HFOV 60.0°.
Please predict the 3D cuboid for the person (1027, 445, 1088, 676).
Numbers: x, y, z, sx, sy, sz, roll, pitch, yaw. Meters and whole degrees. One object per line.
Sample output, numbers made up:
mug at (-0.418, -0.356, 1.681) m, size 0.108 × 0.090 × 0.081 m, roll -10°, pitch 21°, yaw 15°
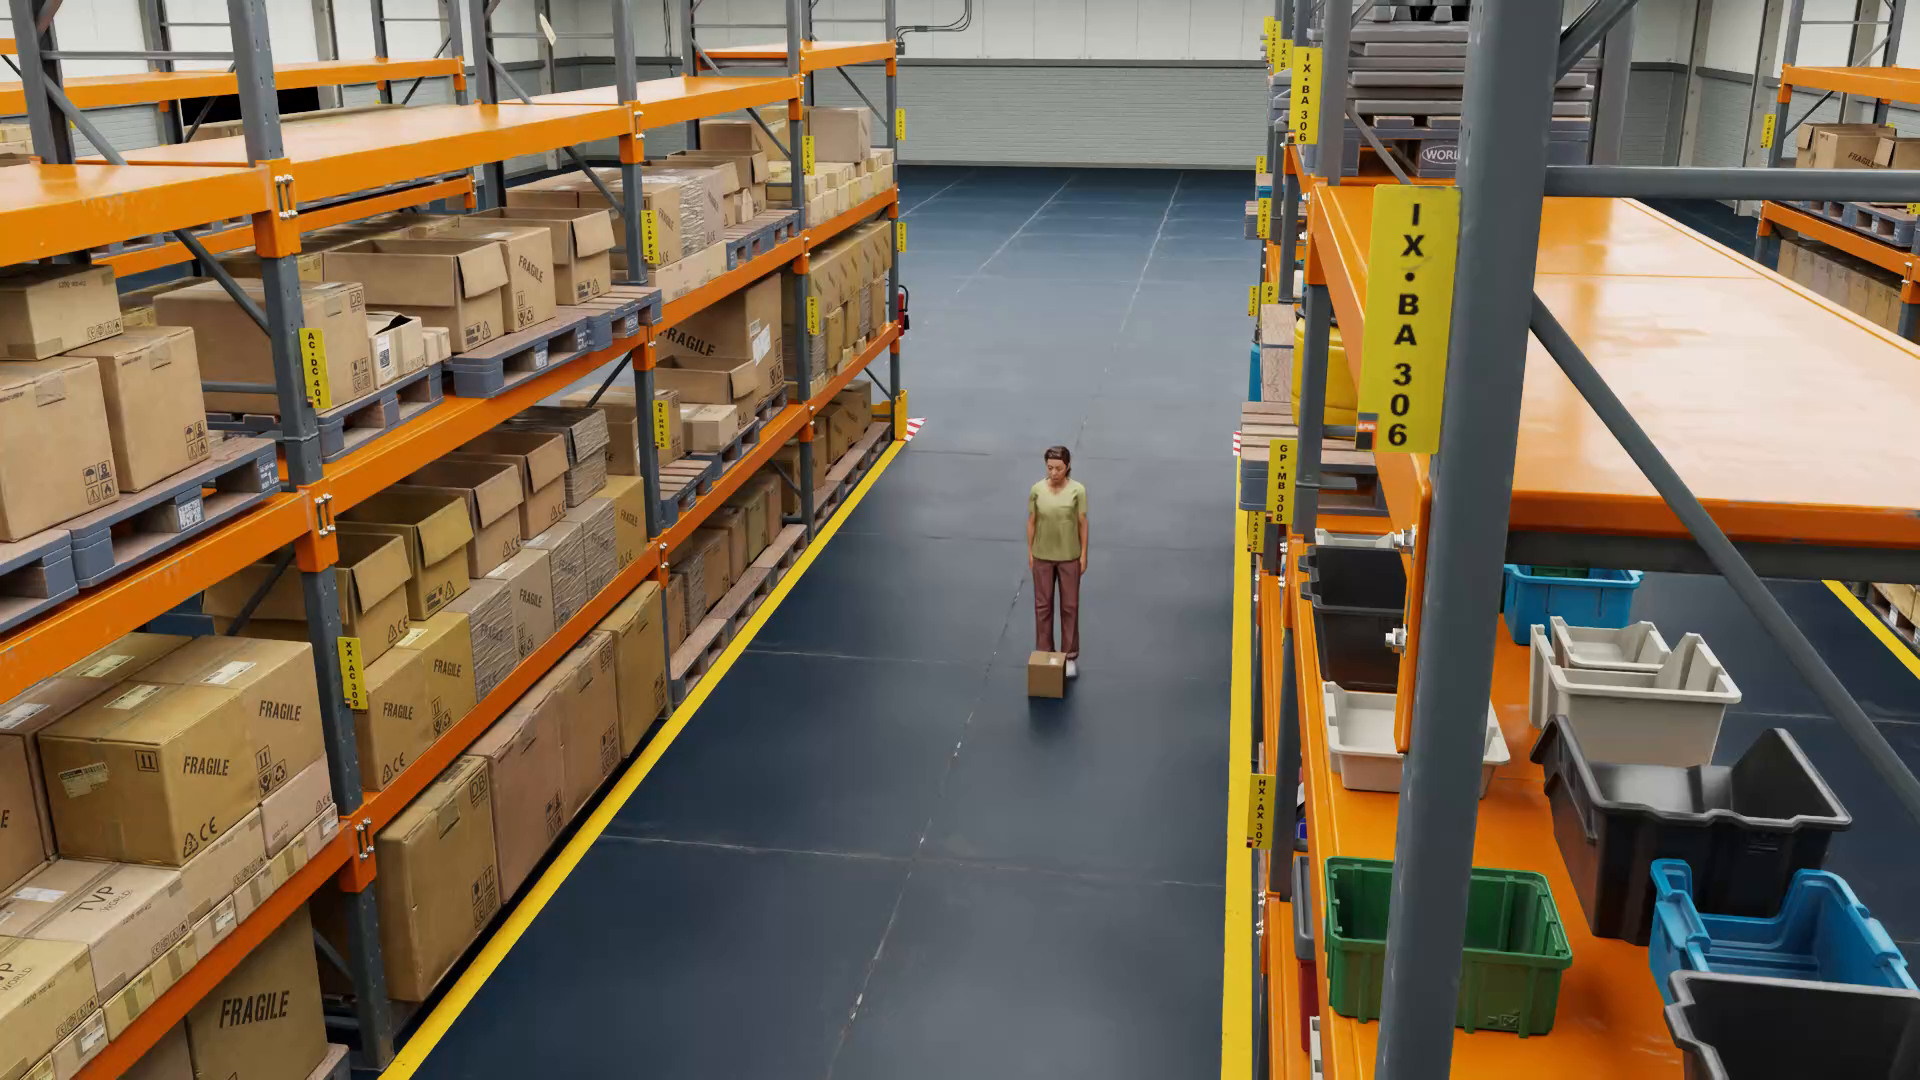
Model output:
person at (0.699, 0.136, 12.111) m, size 0.451 × 1.693 × 0.422 m, roll 3°, pitch 18°, yaw 10°
